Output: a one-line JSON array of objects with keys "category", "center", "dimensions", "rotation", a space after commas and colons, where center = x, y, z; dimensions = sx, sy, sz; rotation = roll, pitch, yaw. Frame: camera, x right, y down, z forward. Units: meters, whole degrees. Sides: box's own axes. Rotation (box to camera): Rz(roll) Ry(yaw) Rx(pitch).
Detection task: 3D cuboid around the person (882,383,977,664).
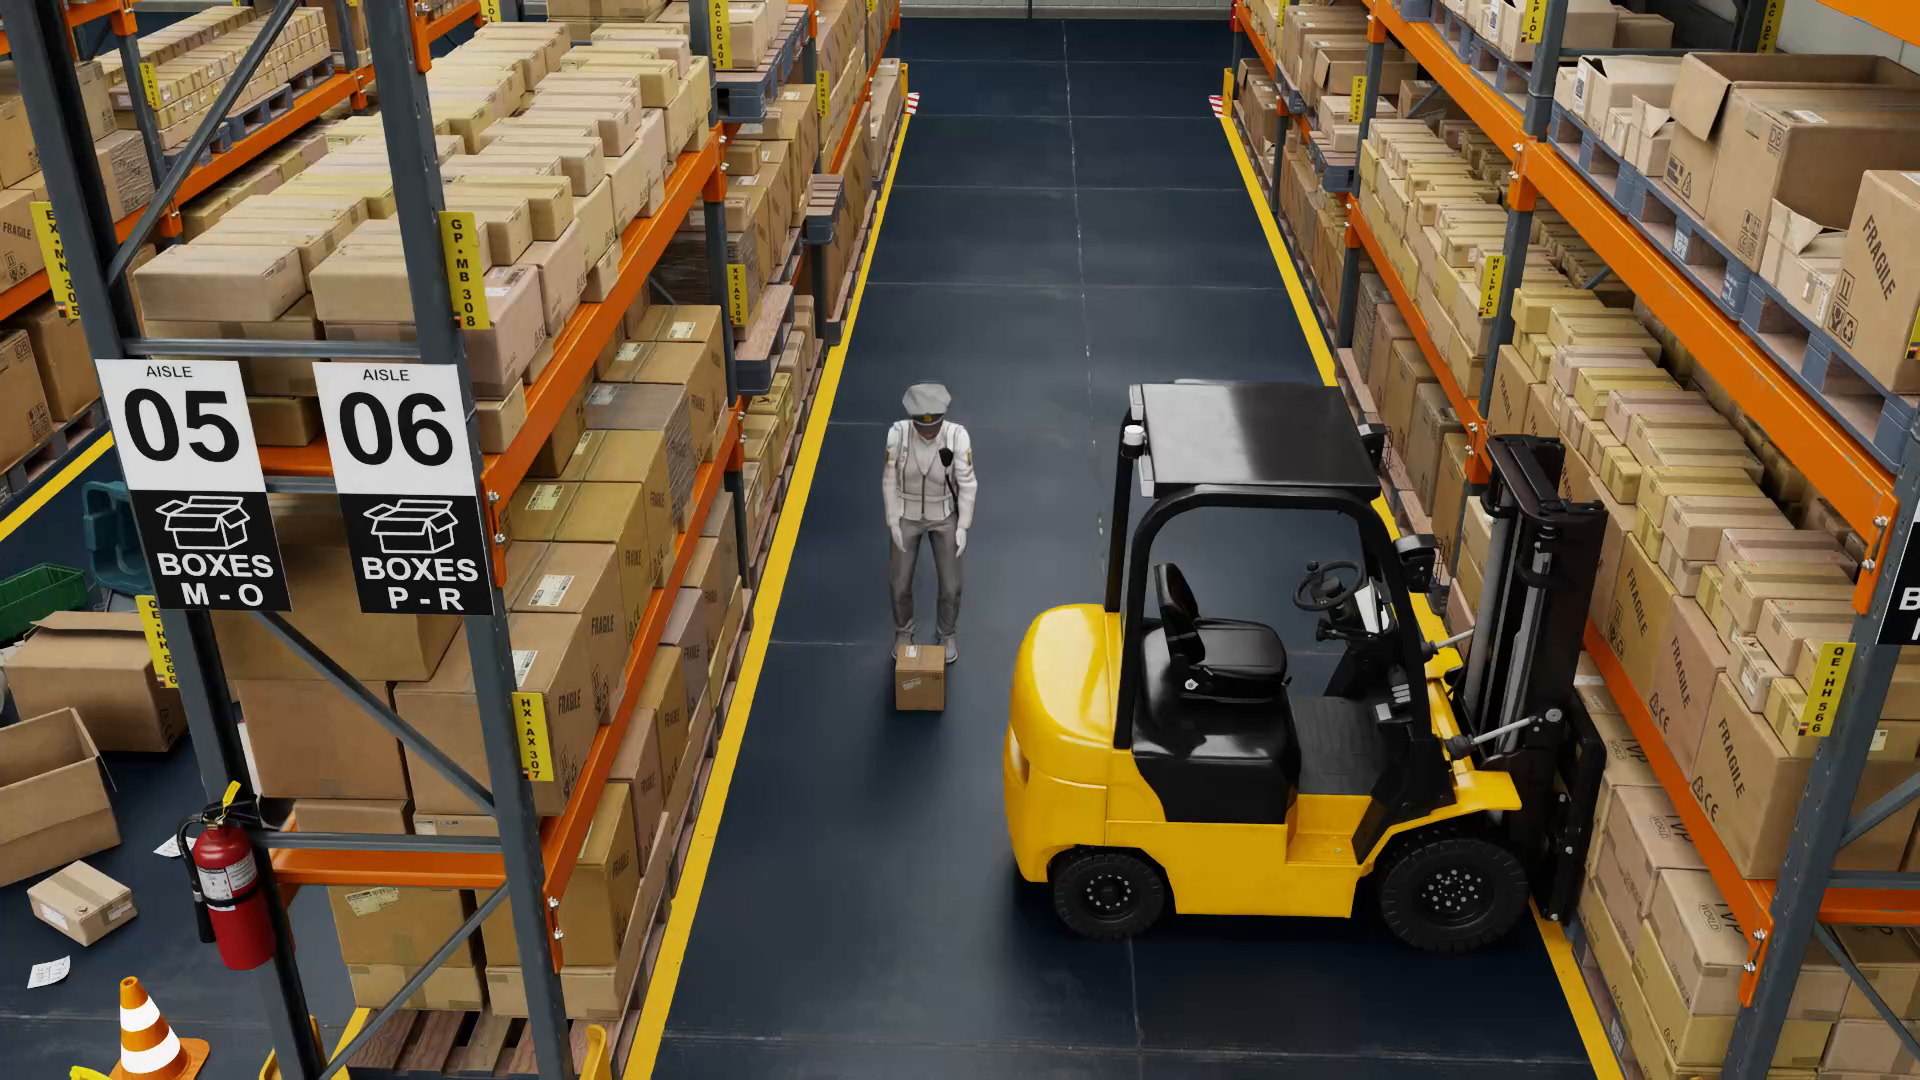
[{"category": "person", "center": [-0.162, -0.087, 8.850], "dimensions": [0.504, 1.616, 0.465], "rotation": [2, 28, 3]}]
